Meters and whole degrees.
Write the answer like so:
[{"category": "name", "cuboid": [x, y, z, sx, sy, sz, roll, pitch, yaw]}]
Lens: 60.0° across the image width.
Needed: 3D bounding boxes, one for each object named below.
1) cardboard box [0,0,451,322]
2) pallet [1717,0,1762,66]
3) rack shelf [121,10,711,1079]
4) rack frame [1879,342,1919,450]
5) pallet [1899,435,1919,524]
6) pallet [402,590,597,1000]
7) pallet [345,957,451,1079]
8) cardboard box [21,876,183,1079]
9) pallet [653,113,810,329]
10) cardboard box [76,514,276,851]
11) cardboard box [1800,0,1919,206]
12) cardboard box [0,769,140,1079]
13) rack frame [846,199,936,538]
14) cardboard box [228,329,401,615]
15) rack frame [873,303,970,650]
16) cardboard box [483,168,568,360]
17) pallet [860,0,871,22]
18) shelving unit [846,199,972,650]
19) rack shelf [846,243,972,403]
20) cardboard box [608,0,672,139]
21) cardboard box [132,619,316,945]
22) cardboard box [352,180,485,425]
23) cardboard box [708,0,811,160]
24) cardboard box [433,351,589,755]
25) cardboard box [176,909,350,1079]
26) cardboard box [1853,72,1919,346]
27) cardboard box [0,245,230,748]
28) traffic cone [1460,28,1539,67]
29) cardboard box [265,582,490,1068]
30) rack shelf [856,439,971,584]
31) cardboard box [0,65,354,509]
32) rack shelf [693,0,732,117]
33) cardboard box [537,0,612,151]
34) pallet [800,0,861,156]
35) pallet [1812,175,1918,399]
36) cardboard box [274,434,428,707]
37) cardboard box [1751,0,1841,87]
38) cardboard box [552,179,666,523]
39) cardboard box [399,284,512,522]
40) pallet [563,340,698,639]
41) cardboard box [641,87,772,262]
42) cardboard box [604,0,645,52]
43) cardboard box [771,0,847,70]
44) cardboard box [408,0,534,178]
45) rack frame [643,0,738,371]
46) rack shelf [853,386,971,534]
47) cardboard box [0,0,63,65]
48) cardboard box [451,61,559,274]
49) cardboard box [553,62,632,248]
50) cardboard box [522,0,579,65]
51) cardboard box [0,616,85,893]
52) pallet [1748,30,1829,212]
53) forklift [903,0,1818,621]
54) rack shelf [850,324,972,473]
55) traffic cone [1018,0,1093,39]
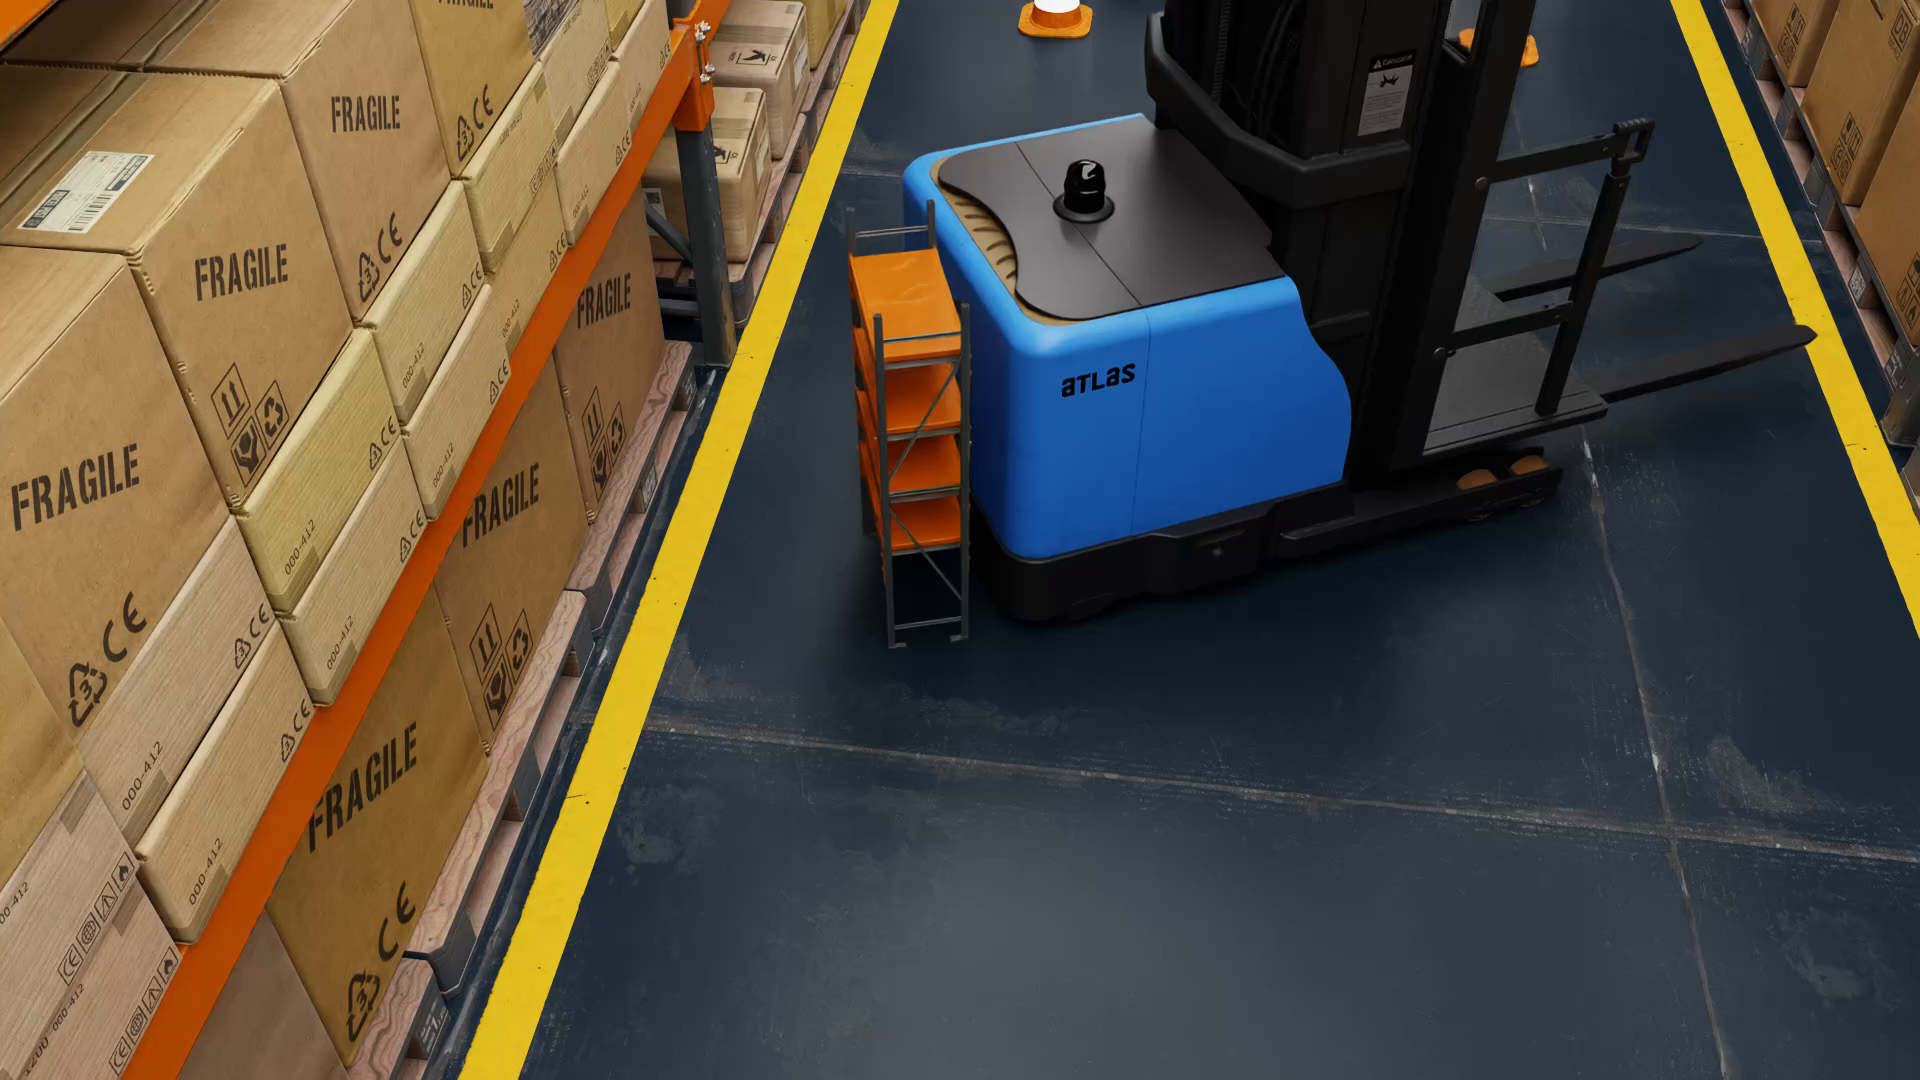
[{"category": "cardboard box", "cuboid": [-1.317, -0.768, 3.079, 0.500, 0.500, 0.500, 5, 44, 5]}, {"category": "pallet", "cuboid": [4.119, -2.577, 7.818, 1.003, 0.211, 1.213, 5, 44, 6]}, {"category": "rack shelf", "cuboid": [-1.567, -0.153, 3.753, 1.077, 0.370, 4.000, 5, 44, 6]}, {"category": "rack frame", "cuboid": [3.618, -1.396, 4.543, 1.000, 3.000, 0.127, 5, 44, 6]}, {"category": "pallet", "cuboid": [3.513, 0.149, 4.939, 1.003, 0.211, 1.213, 5, 44, 6]}, {"category": "pallet", "cuboid": [-1.645, 0.595, 4.468, 1.003, 0.211, 1.213, 5, 44, 6]}, {"category": "pallet", "cuboid": [-1.804, 1.429, 3.588, 1.003, 0.211, 1.213, 5, 44, 6]}, {"category": "cardboard box", "cuboid": [-1.511, 0.727, 2.409, 0.500, 0.250, 0.500, 4, 44, 5]}, {"category": "pallet", "cuboid": [-1.198, -1.297, 6.466, 1.003, 0.211, 1.213, 5, 44, 6]}, {"category": "cardboard box", "cuboid": [-1.452, 0.190, 2.614, 0.500, 0.250, 0.500, 6, 44, 6]}, {"category": "cardboard box", "cuboid": [3.900, -1.735, 6.231, 1.050, 0.750, 0.750, 6, 44, 6]}, {"category": "cardboard box", "cuboid": [-1.493, 0.548, 2.236, 0.500, 0.250, 0.500, 4, 44, 4]}, {"category": "rack frame", "cuboid": [-0.186, -0.462, 4.865, 0.240, 1.200, 0.015, -7, 44, -8]}, {"category": "cardboard box", "cuboid": [-1.359, -0.152, 2.974, 0.500, 0.250, 0.500, 6, 44, 6]}, {"category": "rack frame", "cuboid": [-0.095, -0.132, 4.517, 0.240, 1.200, 0.015, -7, 44, -8]}, {"category": "cardboard box", "cuboid": [-1.246, -0.663, 3.878, 0.500, 0.250, 0.500, 5, 44, 5]}, {"category": "pallet", "cuboid": [-0.875, -2.960, 8.223, 1.003, 0.211, 1.213, 5, 44, 6]}, {"category": "shelving unit", "cuboid": [-0.140, -0.297, 4.691, 0.258, 1.200, 0.503, -7, 44, -8]}, {"category": "rack shelf", "cuboid": [-0.140, -0.582, 4.421, 0.258, 0.148, 0.480, -7, 44, -8]}, {"category": "cardboard box", "cuboid": [-1.112, -1.355, 4.608, 0.500, 0.250, 0.500, 4, 44, 4]}, {"category": "cardboard box", "cuboid": [-1.444, 0.375, 2.782, 0.500, 0.250, 0.500, 4, 44, 4]}, {"category": "cardboard box", "cuboid": [-1.294, -0.497, 3.338, 0.500, 0.250, 0.500, 4, 44, 4]}, {"category": "cardboard box", "cuboid": [-1.128, -1.863, 6.642, 0.950, 0.372, 0.625, 4, 44, 5]}, {"category": "cardboard box", "cuboid": [-1.598, -0.088, 4.401, 0.875, 0.875, 0.875, 6, 44, 6]}, {"category": "cardboard box", "cuboid": [-1.828, 1.138, 3.106, 0.875, 0.875, 0.875, 6, 44, 7]}, {"category": "cardboard box", "cuboid": [3.787, -1.139, 5.602, 1.050, 0.750, 0.750, 5, 44, 5]}, {"category": "cardboard box", "cuboid": [-1.448, -0.074, 2.346, 0.500, 0.500, 0.500, 5, 44, 5]}, {"category": "traffic cone", "cuboid": [2.472, -2.424, 7.474, 0.336, 0.463, 0.334, 5, 44, 6]}, {"category": "cardboard box", "cuboid": [-1.717, 0.522, 3.757, 0.875, 0.875, 0.875, 6, 44, 7]}, {"category": "rack shelf", "cuboid": [-0.140, -0.104, 4.874, 0.258, 0.148, 0.480, -7, 44, -8]}, {"category": "cardboard box", "cuboid": [-1.379, -0.415, 2.707, 0.500, 0.500, 0.500, 4, 44, 4]}, {"category": "rack shelf", "cuboid": [-1.038, -2.879, 6.632, 1.077, 0.370, 4.000, 5, 44, 6]}, {"category": "cardboard box", "cuboid": [-1.179, -1.201, 4.083, 0.500, 0.250, 0.500, 4, 44, 4]}, {"category": "pallet", "cuboid": [-1.034, -2.126, 7.342, 1.003, 0.211, 1.213, 5, 44, 6]}, {"category": "pallet", "cuboid": [3.797, -0.914, 6.062, 1.003, 0.211, 1.213, 5, 44, 6]}, {"category": "cardboard box", "cuboid": [-1.361, 0.027, 3.149, 0.500, 0.250, 0.500, 5, 44, 5]}, {"category": "cardboard box", "cuboid": [4.022, -2.369, 6.902, 1.050, 0.750, 0.750, 5, 44, 6]}, {"category": "cardboard box", "cuboid": [-1.476, -0.695, 5.042, 0.875, 0.875, 0.875, 5, 44, 5]}, {"category": "cardboard box", "cuboid": [-1.286, -0.313, 3.508, 0.500, 0.250, 0.500, 5, 44, 5]}, {"category": "pallet", "cuboid": [-1.481, -0.234, 5.344, 1.003, 0.211, 1.213, 5, 44, 6]}, {"category": "cardboard box", "cuboid": [-1.218, -1.360, 6.110, 0.950, 0.372, 0.625, 3, 43, 3]}, {"category": "cardboard box", "cuboid": [-1.115, -1.551, 4.452, 0.500, 0.250, 0.500, 5, 44, 5]}, {"category": "cardboard box", "cuboid": [-1.022, -2.380, 7.187, 0.950, 0.372, 0.625, 7, 44, 7]}, {"category": "cardboard box", "cuboid": [-1.243, -1.112, 3.443, 0.500, 0.500, 0.500, 5, 44, 6]}, {"category": "rack frame", "cuboid": [-1.302, -1.777, 4.945, 1.000, 3.000, 0.127, 5, 44, 6]}, {"category": "rack shelf", "cuboid": [-0.140, -0.248, 4.737, 0.258, 0.148, 0.480, -7, 44, -8]}, {"category": "cardboard box", "cuboid": [-1.820, -0.829, 3.144, 0.500, 0.500, 0.500, 6, 44, 6]}, {"category": "cardboard box", "cuboid": [-1.226, -0.851, 3.712, 0.500, 0.250, 0.500, 4, 44, 4]}, {"category": "cardboard box", "cuboid": [-1.164, -1.005, 4.239, 0.500, 0.250, 0.500, 6, 44, 6]}, {"category": "cardboard box", "cuboid": [-1.171, -1.450, 3.800, 0.500, 0.500, 0.500, 6, 44, 6]}, {"category": "cardboard box", "cuboid": [-1.488, 0.276, 1.977, 0.500, 0.500, 0.500, 6, 44, 6]}, {"category": "pallet", "cuboid": [3.960, -1.743, 6.937, 1.003, 0.211, 1.213, 5, 44, 6]}, {"category": "forklift", "cuboid": [1.389, -1.453, 4.652, 3.031, 2.935, 1.130, -14, 45, -15]}, {"category": "rack shelf", "cuboid": [-0.140, -0.411, 4.584, 0.258, 0.148, 0.480, -7, 44, -8]}, {"category": "traffic cone", "cuboid": [0.450, -2.610, 7.670, 0.336, 0.463, 0.334, 5, 44, 6]}]
